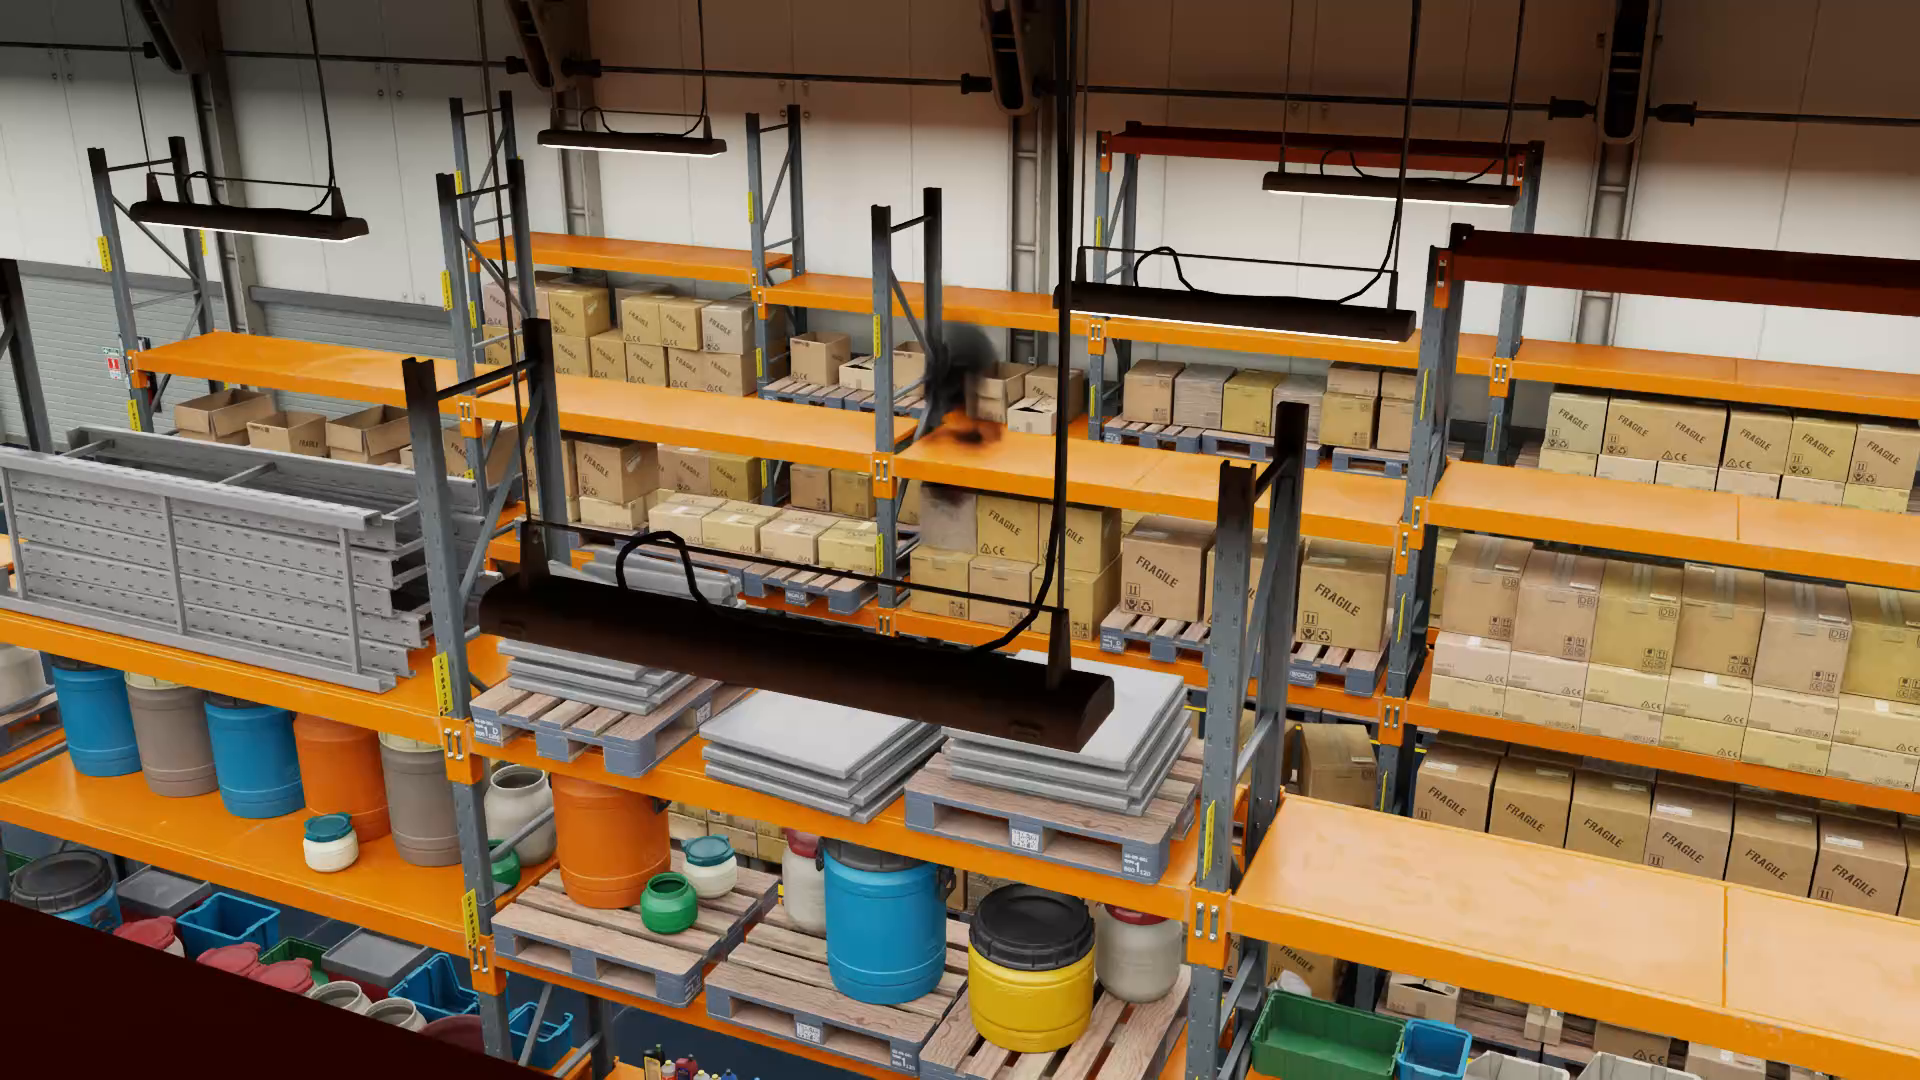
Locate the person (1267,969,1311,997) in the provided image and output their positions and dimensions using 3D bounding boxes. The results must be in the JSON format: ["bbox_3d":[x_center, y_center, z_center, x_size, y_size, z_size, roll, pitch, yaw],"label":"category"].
[{"bbox_3d":[2.056,3.550,10.743,0.782,1.740,0.674,7,22,17],"label":"person"}]
